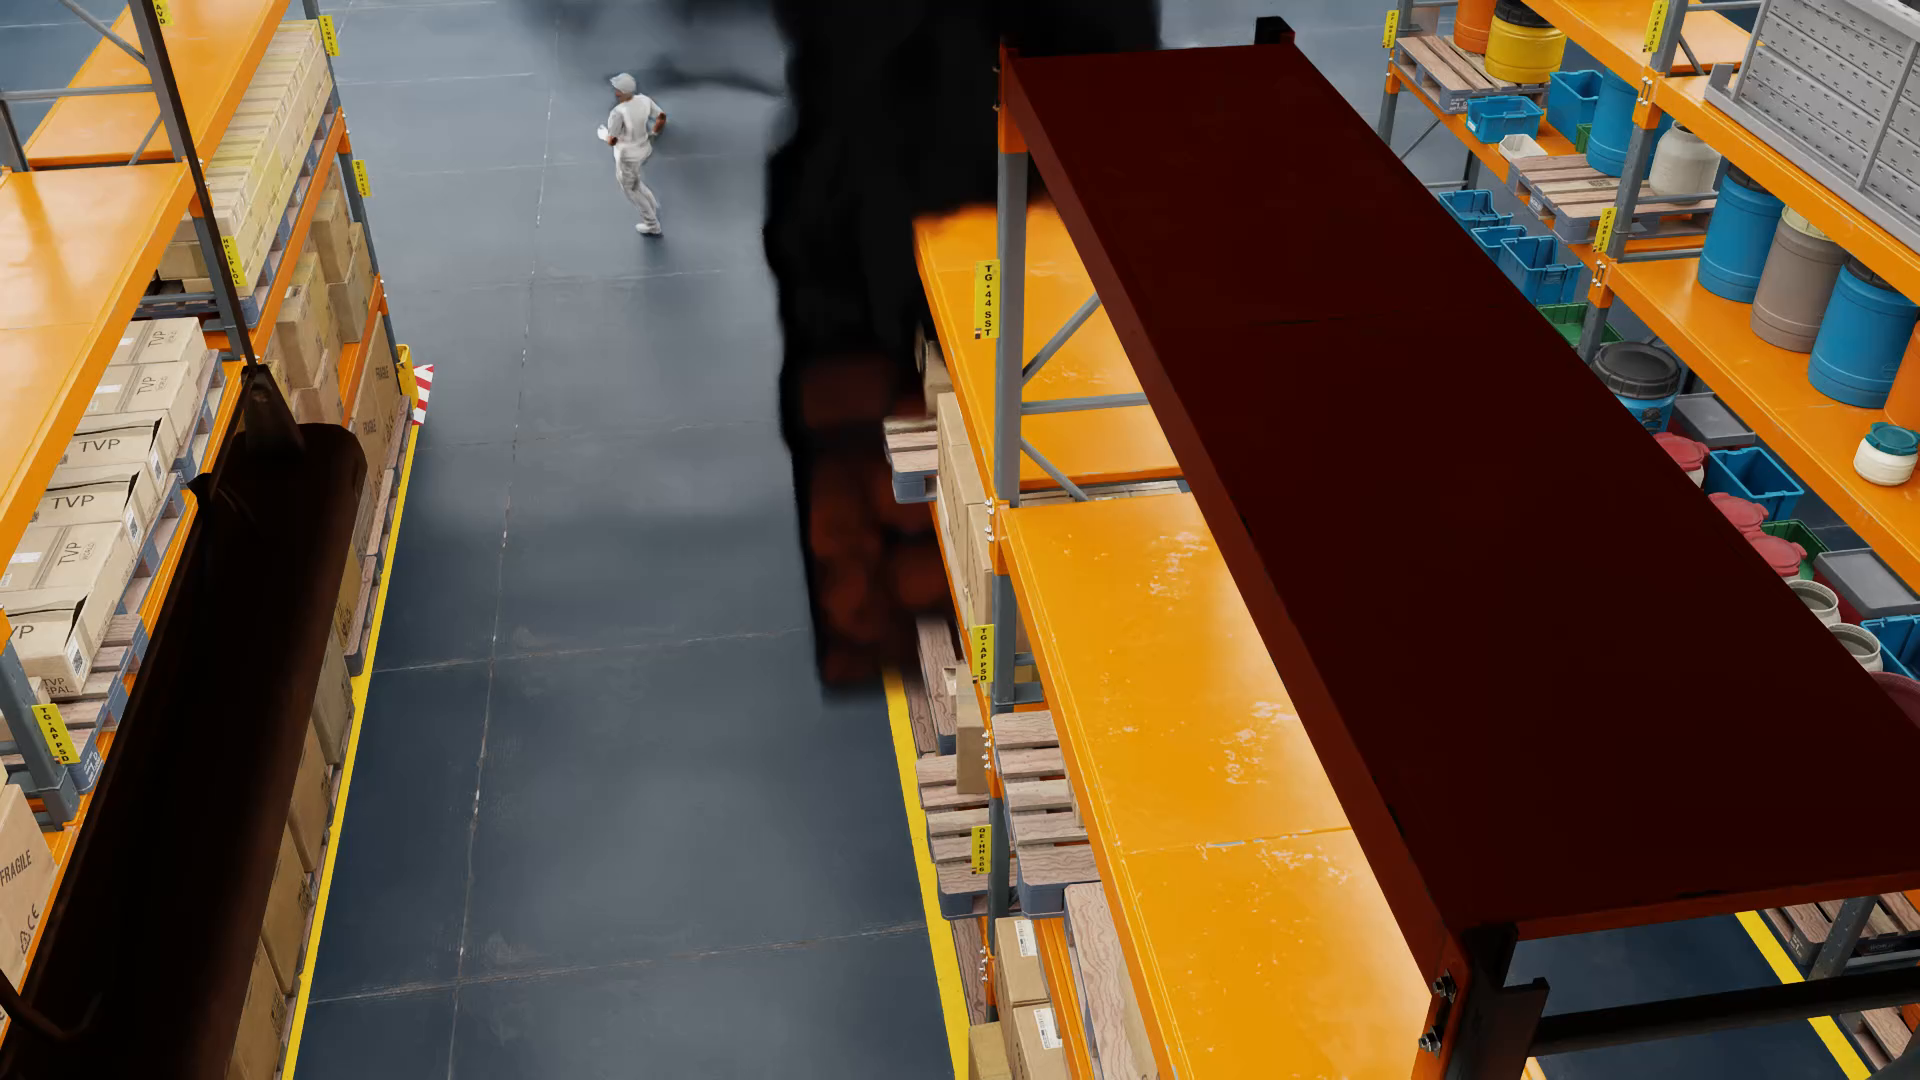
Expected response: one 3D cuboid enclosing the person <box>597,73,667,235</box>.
[{"bbox_3d":[-3.493,-4.089,17.521,0.638,1.741,0.667,15,39,19],"label":"person"}]
